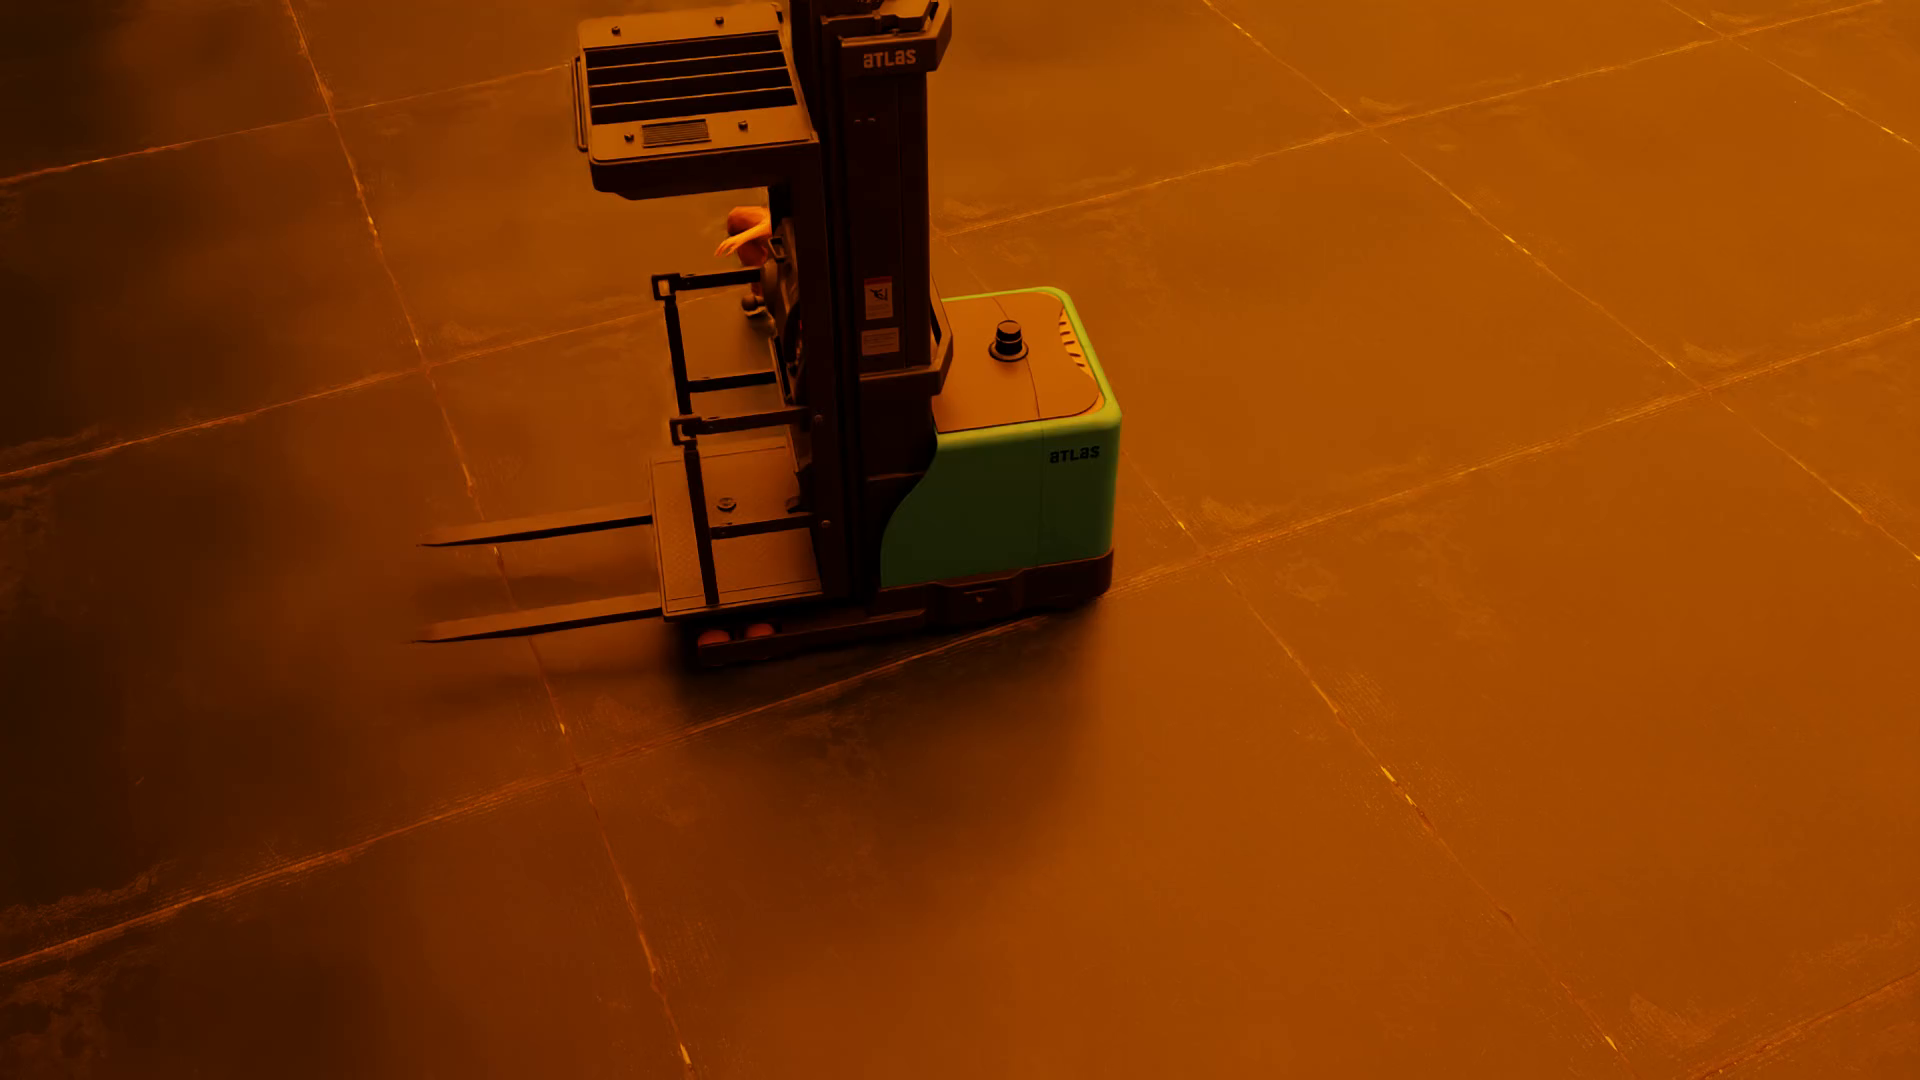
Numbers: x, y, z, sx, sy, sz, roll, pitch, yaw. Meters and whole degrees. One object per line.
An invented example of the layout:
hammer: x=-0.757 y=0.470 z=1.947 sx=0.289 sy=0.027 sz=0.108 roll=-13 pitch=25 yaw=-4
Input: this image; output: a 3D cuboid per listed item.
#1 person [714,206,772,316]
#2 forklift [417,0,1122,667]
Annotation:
person: x=-1.030 y=-1.522 z=8.438 sx=0.959 sy=1.408 sz=0.871 roll=-32 pitch=52 yaw=-30
forklift: x=-0.887 y=-0.915 z=6.661 sx=3.031 sy=2.935 sz=1.130 roll=-8 pitch=44 yaw=-9
